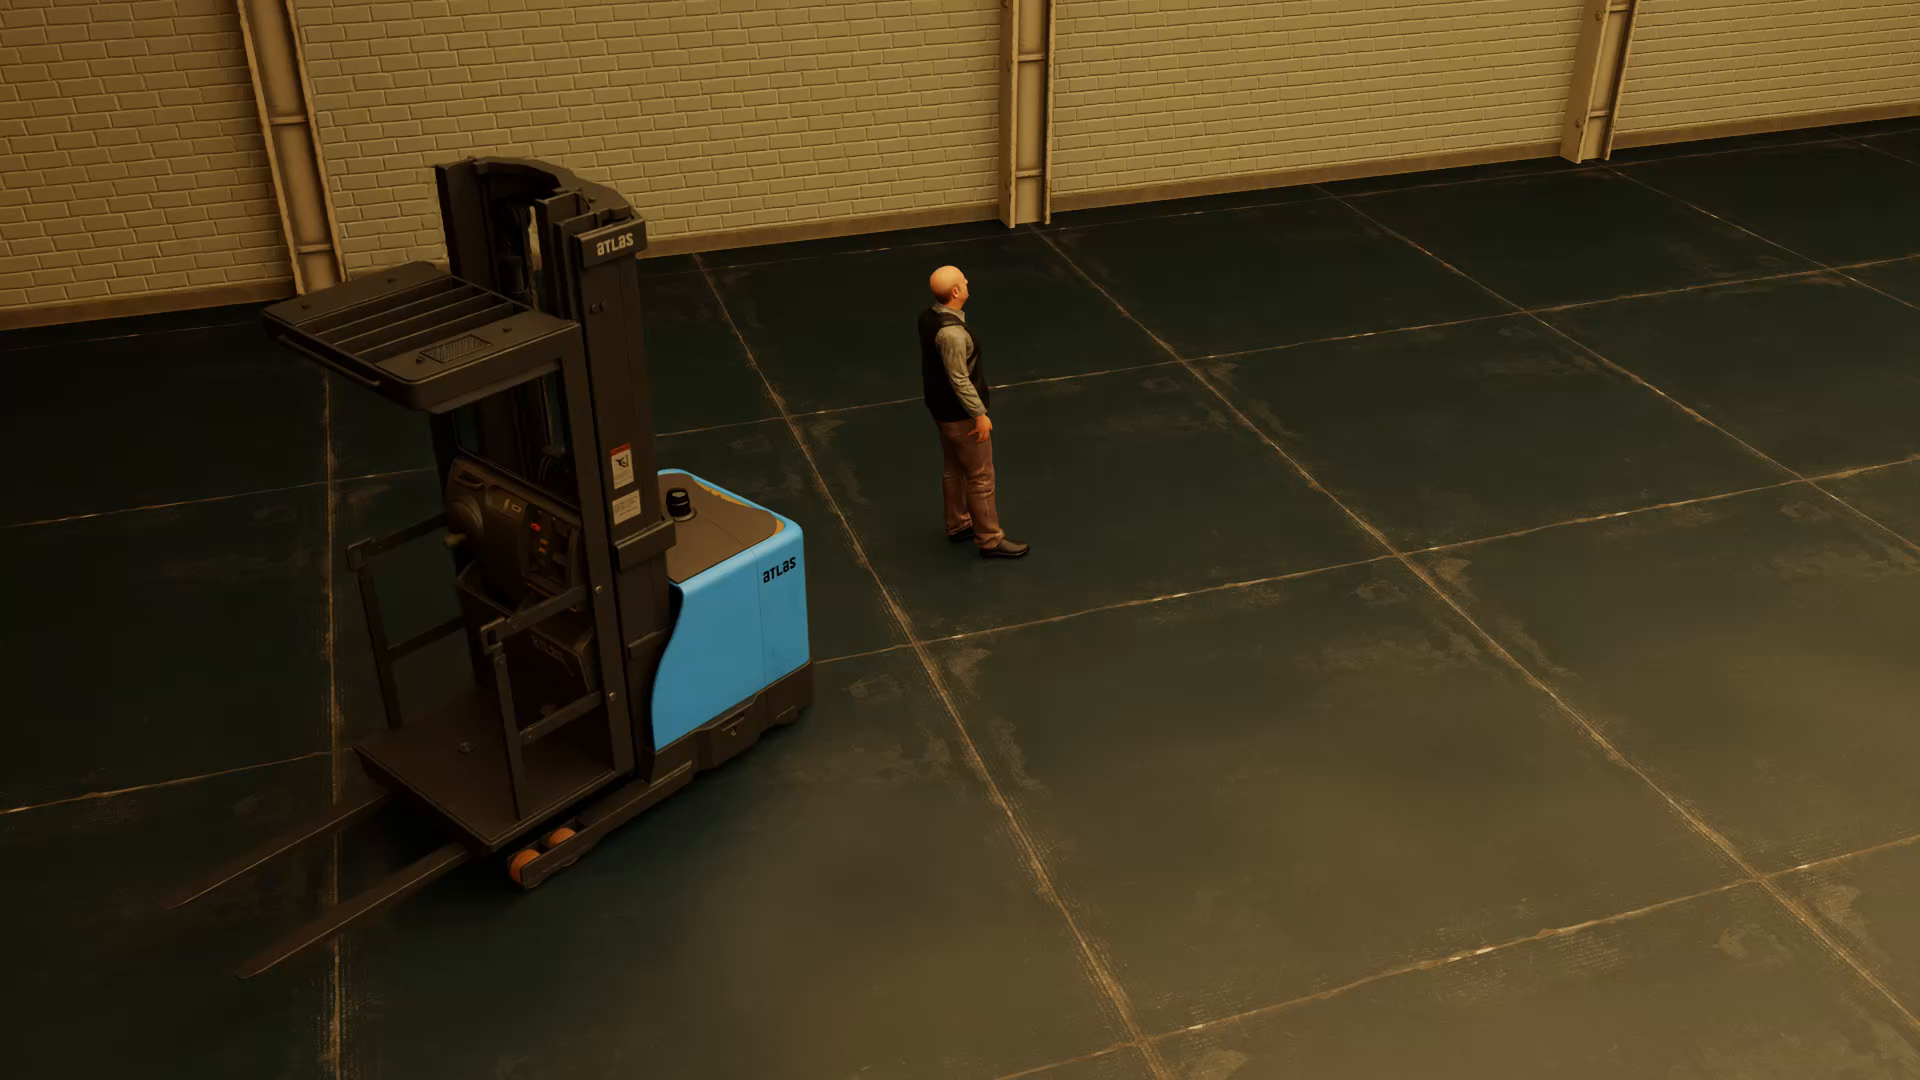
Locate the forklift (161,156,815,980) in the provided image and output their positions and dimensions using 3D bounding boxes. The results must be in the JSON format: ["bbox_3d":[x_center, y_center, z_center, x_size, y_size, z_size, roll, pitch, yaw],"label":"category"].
[{"bbox_3d":[-2.092,-0.019,7.119,1.130,2.935,3.031,24,37,35],"label":"forklift"}]

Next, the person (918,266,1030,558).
[{"bbox_3d":[0.062,-0.759,9.605,0.566,1.722,0.633,-10,31,-16],"label":"person"}]
